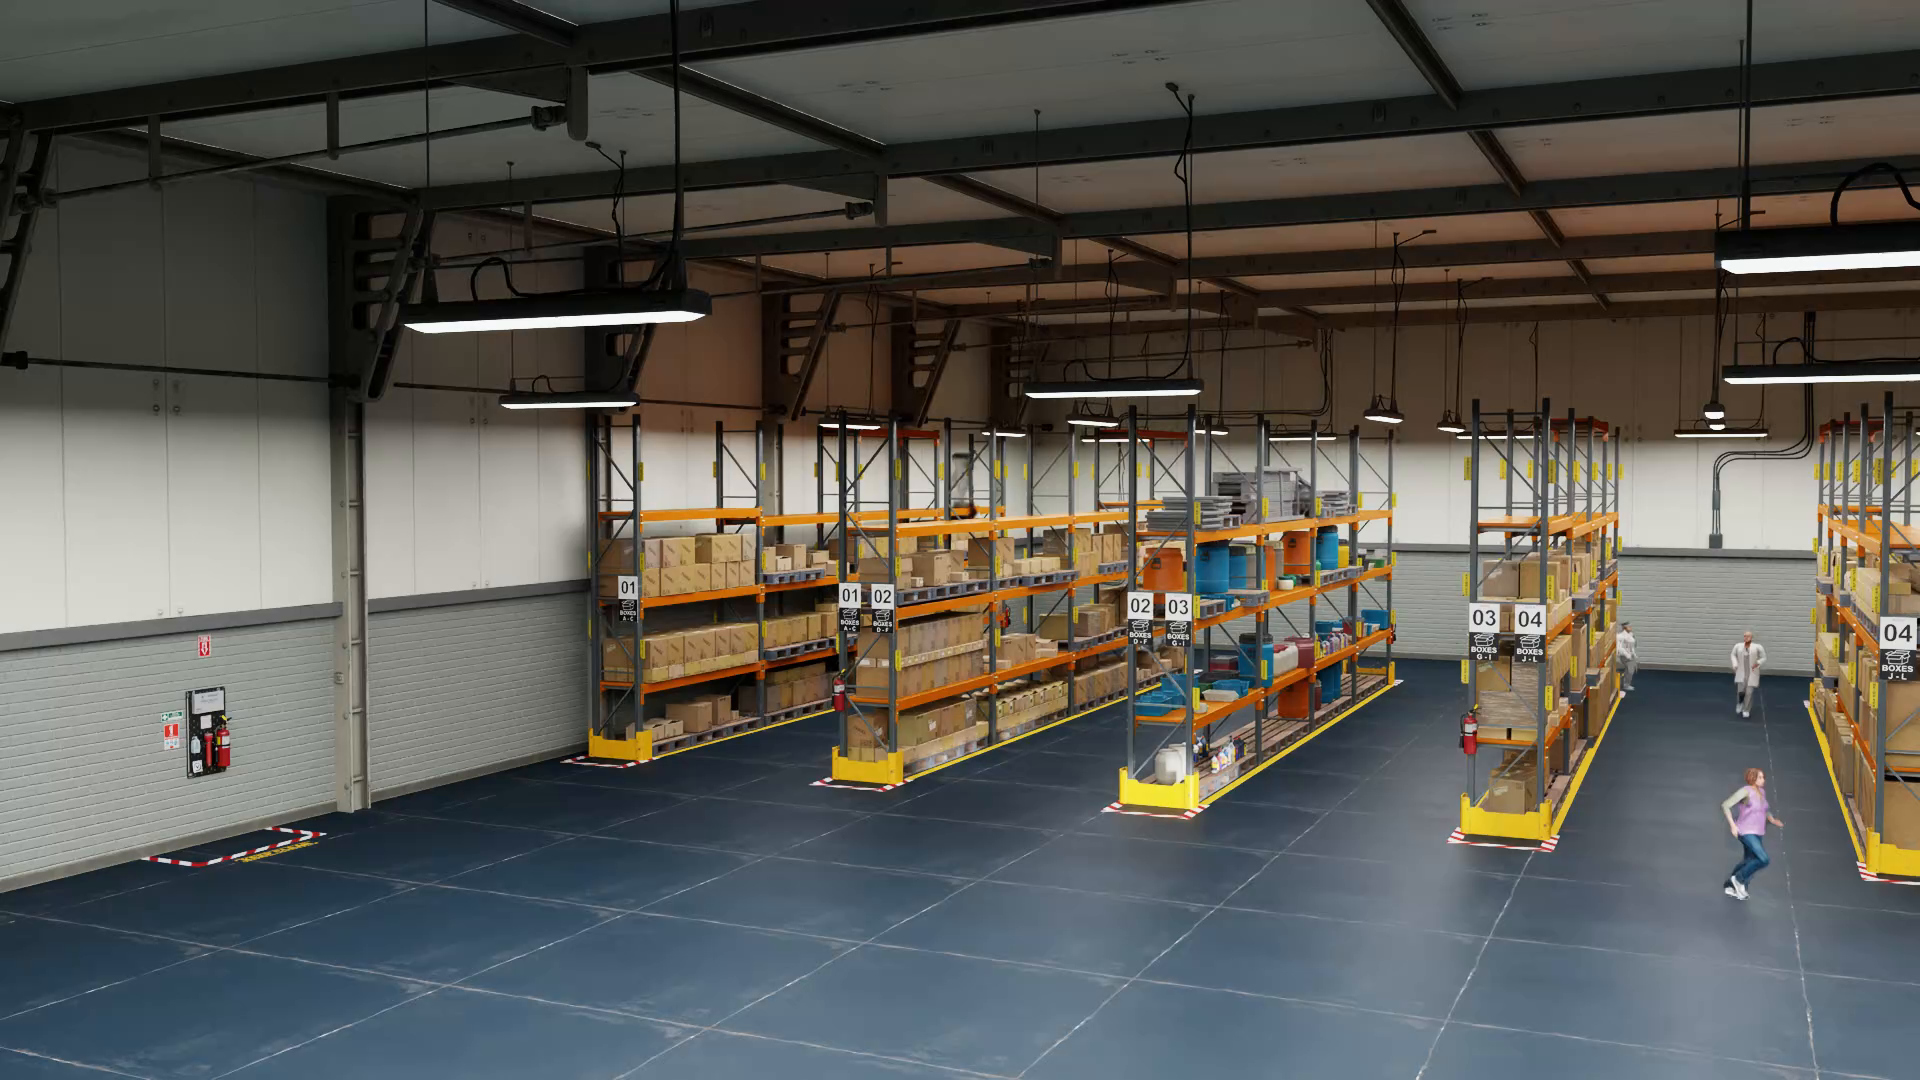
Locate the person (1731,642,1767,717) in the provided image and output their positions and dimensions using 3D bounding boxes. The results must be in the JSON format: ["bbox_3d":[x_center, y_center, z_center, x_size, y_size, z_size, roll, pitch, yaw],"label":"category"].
[{"bbox_3d":[16.080,2.836,33.936,0.693,1.547,0.550,2,3,33],"label":"person"}]

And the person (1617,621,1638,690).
[{"bbox_3d":[15.182,2.634,38.023,0.625,1.619,0.507,-2,3,-38],"label":"person"}]

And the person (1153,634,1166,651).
[{"bbox_3d":[5.086,2.392,42.777,0.773,1.747,0.708,0,2,3],"label":"person"}]

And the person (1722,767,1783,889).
[{"bbox_3d":[9.186,3.368,19.282,0.510,1.471,0.689,-2,3,-34],"label":"person"}]
